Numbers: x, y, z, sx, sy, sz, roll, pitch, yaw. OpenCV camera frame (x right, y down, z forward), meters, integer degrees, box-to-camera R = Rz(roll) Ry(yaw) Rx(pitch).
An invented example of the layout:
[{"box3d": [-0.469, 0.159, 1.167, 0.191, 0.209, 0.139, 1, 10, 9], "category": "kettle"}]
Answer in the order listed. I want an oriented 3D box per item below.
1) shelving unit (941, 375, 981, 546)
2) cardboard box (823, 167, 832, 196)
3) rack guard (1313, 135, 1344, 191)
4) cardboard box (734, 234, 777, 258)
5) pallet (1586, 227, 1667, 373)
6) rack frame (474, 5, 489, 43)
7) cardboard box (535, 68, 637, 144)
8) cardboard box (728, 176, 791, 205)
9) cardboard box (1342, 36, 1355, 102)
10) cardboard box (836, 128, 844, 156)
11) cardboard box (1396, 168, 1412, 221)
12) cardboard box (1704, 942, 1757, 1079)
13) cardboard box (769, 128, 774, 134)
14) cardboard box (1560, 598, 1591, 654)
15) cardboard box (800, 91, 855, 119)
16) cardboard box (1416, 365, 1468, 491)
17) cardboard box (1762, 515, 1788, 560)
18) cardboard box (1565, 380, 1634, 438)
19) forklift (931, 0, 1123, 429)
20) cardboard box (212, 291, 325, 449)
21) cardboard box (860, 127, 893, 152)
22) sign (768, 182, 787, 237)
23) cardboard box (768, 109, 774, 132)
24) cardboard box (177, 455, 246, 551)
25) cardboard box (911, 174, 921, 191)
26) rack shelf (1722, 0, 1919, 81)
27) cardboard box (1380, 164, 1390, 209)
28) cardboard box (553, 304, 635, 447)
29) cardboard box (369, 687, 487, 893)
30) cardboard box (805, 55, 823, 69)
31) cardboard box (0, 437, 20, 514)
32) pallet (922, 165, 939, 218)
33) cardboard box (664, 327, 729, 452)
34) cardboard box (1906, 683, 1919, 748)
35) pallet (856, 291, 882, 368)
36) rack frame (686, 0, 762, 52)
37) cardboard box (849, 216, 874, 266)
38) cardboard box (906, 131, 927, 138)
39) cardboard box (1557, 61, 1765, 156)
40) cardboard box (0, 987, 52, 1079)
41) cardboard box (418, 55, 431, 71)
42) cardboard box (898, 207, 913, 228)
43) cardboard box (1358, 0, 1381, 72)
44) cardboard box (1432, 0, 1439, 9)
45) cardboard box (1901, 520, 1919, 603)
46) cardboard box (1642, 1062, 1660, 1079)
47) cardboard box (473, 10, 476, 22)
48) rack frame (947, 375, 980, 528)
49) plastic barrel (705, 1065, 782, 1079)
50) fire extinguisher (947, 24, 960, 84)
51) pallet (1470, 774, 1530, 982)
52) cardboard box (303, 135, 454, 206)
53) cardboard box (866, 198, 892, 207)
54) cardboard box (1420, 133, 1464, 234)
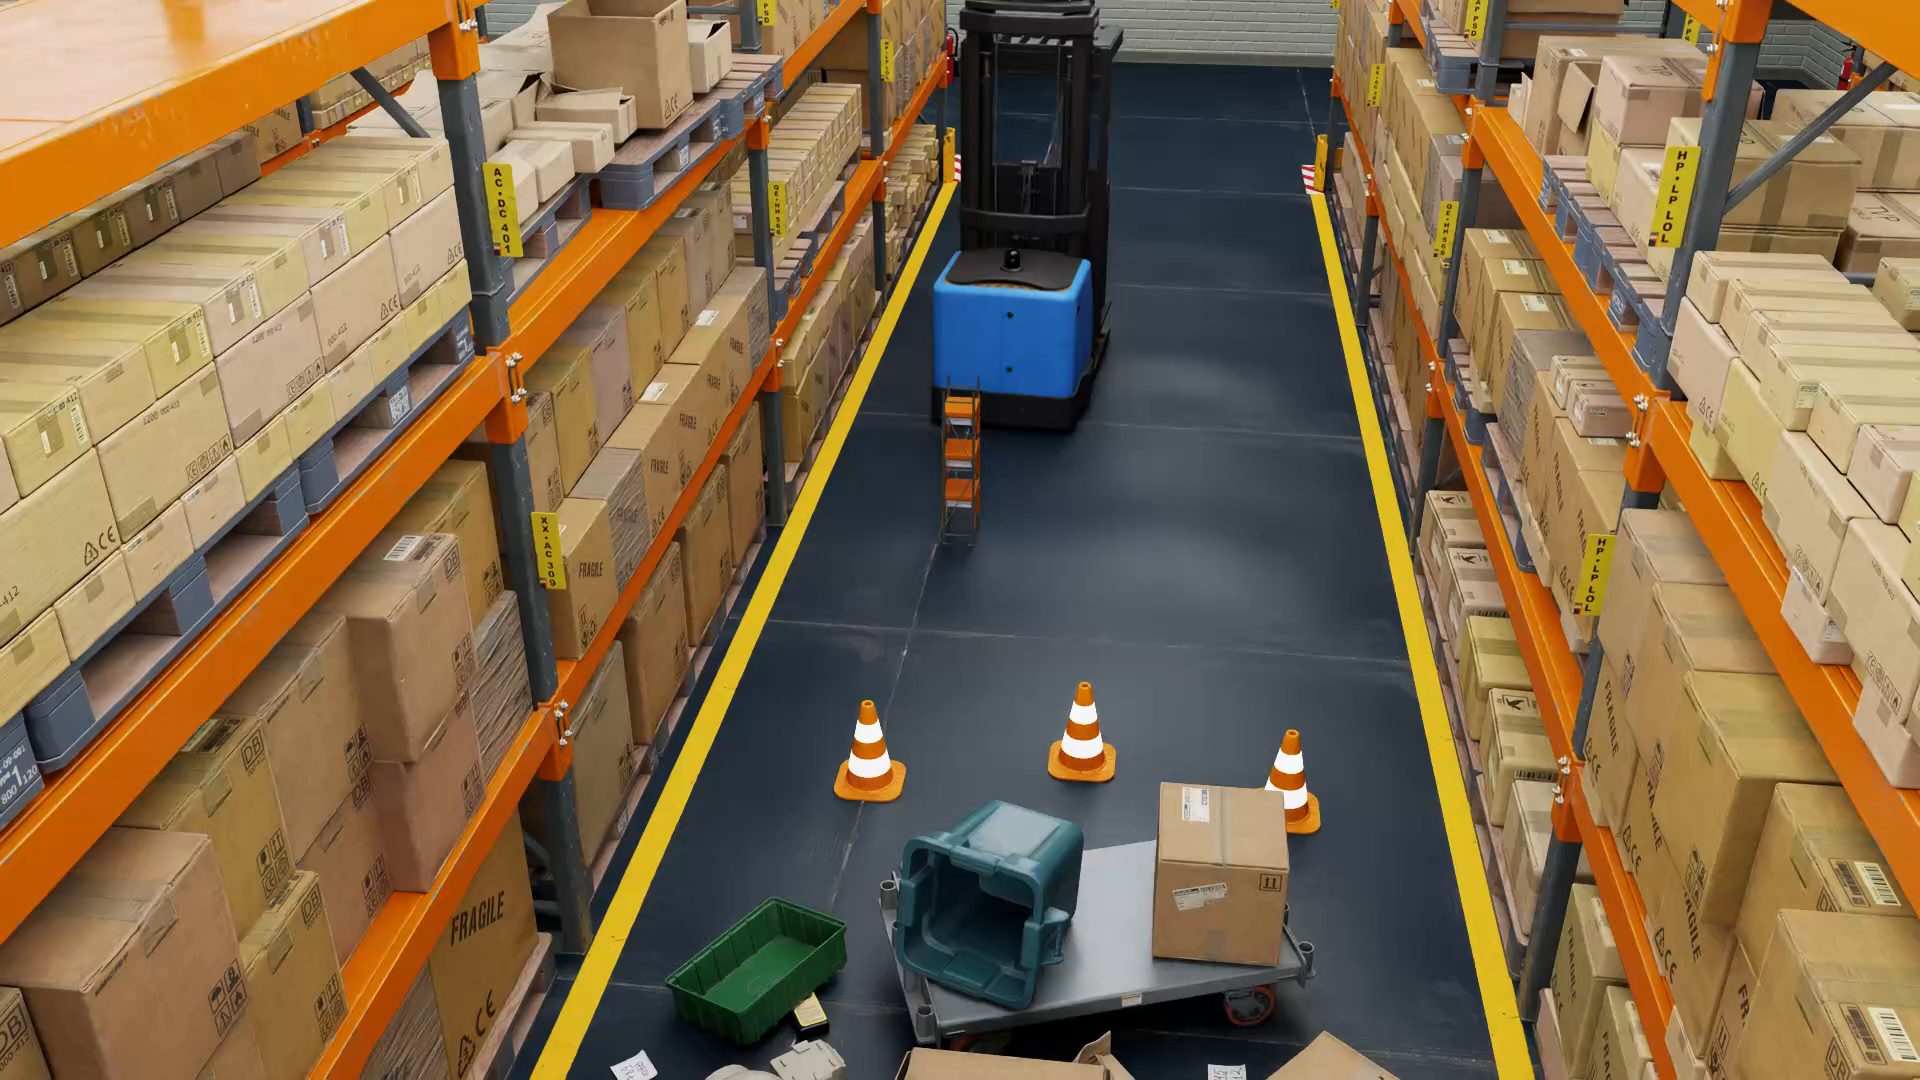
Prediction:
[{"box3d": [0.007, -0.487, 10.340, 0.215, 1.050, 0.252, 3, 28, 6], "category": "shelving unit"}, {"box3d": [-1.139, -2.601, 12.030, 0.380, 0.149, 0.250, 5, 29, 8], "category": "cardboard box"}, {"box3d": [4.288, -3.893, 17.240, 1.175, 0.500, 0.348, 3, 28, 6], "category": "rack guard"}, {"box3d": [-1.362, -1.877, 10.372, 0.380, 0.149, 0.250, 5, 29, 8], "category": "cardboard box"}, {"box3d": [2.996, -0.855, 6.003, 1.213, 0.211, 1.003, 3, 28, 6], "category": "pallet"}, {"box3d": [-5.551, -5.558, 17.696, 1.000, 3.000, 0.127, 3, 28, 6], "category": "rack frame"}, {"box3d": [-1.671, -1.932, 7.397, 0.396, 0.266, 0.258, 3, 28, 6], "category": "cardboard box"}, {"box3d": [-1.307, -2.240, 10.733, 0.380, 0.149, 0.250, 3, 28, 6], "category": "cardboard box"}, {"box3d": [3.826, -4.338, 15.327, 0.500, 0.500, 0.500, 3, 28, 6], "category": "cardboard box"}, {"box3d": [-1.077, -2.976, 12.412, 0.380, 0.149, 0.250, 2, 28, 5], "category": "cardboard box"}, {"box3d": [3.277, -2.341, 11.356, 0.500, 0.250, 0.500, 3, 28, 5], "category": "cardboard box"}, {"box3d": [2.329, 1.395, 4.371, 0.500, 0.500, 0.500, 4, 29, 7], "category": "cardboard box"}, {"box3d": [-1.663, -3.124, 13.000, 0.380, 0.149, 0.250, 4, 29, 7], "category": "cardboard box"}, {"box3d": [2.603, 0.334, 6.581, 0.380, 0.149, 0.250, 4, 29, 7], "category": "cardboard box"}, {"box3d": [-1.018, -3.348, 12.789, 0.380, 0.149, 0.250, 3, 28, 5], "category": "cardboard box"}, {"box3d": [3.472, -0.786, 10.636, 0.875, 0.875, 0.875, 3, 28, 6], "category": "cardboard box"}, {"box3d": [2.454, -0.052, 4.578, 0.380, 0.149, 0.250, 4, 29, 8], "category": "cardboard box"}, {"box3d": [2.718, -0.534, 6.825, 0.380, 0.149, 0.250, 3, 28, 5], "category": "cardboard box"}, {"box3d": [0.596, -2.760, 12.575, 1.130, 2.935, 3.031, 6, 29, 10], "category": "forklift"}, {"box3d": [-2.042, -0.468, 4.381, 0.500, 0.250, 0.500, 3, 28, 6], "category": "cardboard box"}, {"box3d": [-0.771, -3.343, 13.849, 0.380, 0.149, 0.250, 4, 29, 8], "category": "cardboard box"}, {"box3d": [-1.069, -1.935, 9.751, 0.100, 0.325, 0.005, 3, 28, 6], "category": "sign"}, {"box3d": [-1.665, -3.263, 12.945, 0.380, 0.149, 0.250, 3, 28, 5], "category": "cardboard box"}, {"box3d": [-2.024, -0.104, 4.126, 0.380, 0.149, 0.250, 3, 28, 6], "category": "cardboard box"}, {"box3d": [-0.584, -3.409, 15.956, 0.380, 0.149, 0.250, 5, 29, 9], "category": "cardboard box"}, {"box3d": [2.569, -0.715, 3.143, 1.077, 0.370, 4.000, 3, 28, 6], "category": "rack shelf"}, {"box3d": [3.417, -2.597, 12.359, 0.500, 0.250, 0.500, 3, 28, 5], "category": "cardboard box"}, {"box3d": [-1.932, -0.772, 7.652, 0.700, 0.500, 0.500, 4, 29, 7], "category": "cardboard box"}, {"box3d": [-2.189, 0.795, 5.745, 0.875, 0.550, 0.550, 3, 28, 6], "category": "cardboard box"}, {"box3d": [-1.341, -4.191, 13.686, 0.500, 0.500, 0.500, 2, 28, 4], "category": "cardboard box"}, {"box3d": [-2.119, -0.097, 3.274, 0.380, 0.149, 0.250, 3, 28, 5], "category": "cardboard box"}, {"box3d": [-0.784, -3.578, 16.961, 1.003, 0.211, 1.213, 3, 28, 6], "category": "pallet"}, {"box3d": [-1.533, -0.802, 8.764, 0.500, 0.500, 0.500, 3, 28, 5], "category": "cardboard box"}, {"box3d": [2.241, 0.426, 3.270, 0.500, 0.250, 0.500, 4, 29, 8], "category": "cardboard box"}, {"box3d": [-1.224, -1.745, 13.558, 1.003, 0.211, 1.213, 3, 28, 6], "category": "pallet"}, {"box3d": [-1.621, -4.097, 8.659, 1.000, 3.000, 0.127, 3, 28, 6], "category": "rack frame"}, {"box3d": [-0.971, -2.388, 13.215, 0.500, 0.250, 0.500, 3, 28, 5], "category": "cardboard box"}, {"box3d": [-0.542, -4.035, 16.804, 0.380, 0.149, 0.250, 4, 29, 7], "category": "cardboard box"}, {"box3d": [3.146, -1.862, 7.565, 0.797, 0.503, 0.637, 3, 28, 6], "category": "cardboard box"}, {"box3d": [-2.541, 1.331, 3.611, 0.875, 0.550, 0.550, 3, 28, 6], "category": "cardboard box"}, {"box3d": [-5.422, -4.657, 16.289, 0.380, 0.149, 0.250, 3, 29, 6], "category": "cardboard box"}, {"box3d": [-0.648, -3.035, 15.575, 0.380, 0.149, 0.250, 3, 28, 5], "category": "cardboard box"}, {"box3d": [3.702, -4.300, 14.201, 0.500, 0.500, 0.500, 4, 29, 7], "category": "cardboard box"}, {"box3d": [3.233, -3.612, 10.373, 0.500, 0.500, 0.500, 4, 29, 7], "category": "cardboard box"}, {"box3d": [2.227, 0.089, 3.477, 0.380, 0.149, 0.250, 4, 29, 7], "category": "cardboard box"}, {"box3d": [2.308, 1.763, 5.089, 0.380, 0.149, 0.250, 5, 29, 9], "category": "cardboard box"}, {"box3d": [-5.347, -5.379, 17.209, 0.500, 0.250, 0.500, 3, 28, 5], "category": "cardboard box"}, {"box3d": [0.022, -0.545, 10.446, 0.200, 1.050, 0.008, 3, 28, 6], "category": "rack frame"}, {"box3d": [-0.727, 2.184, 6.042, 0.421, 0.421, 0.512, -24, 36, -37], "category": "plastic barrel"}, {"box3d": [-0.152, -5.115, 17.349, 0.296, 0.674, 0.183, 3, 28, 6], "category": "fire extinguisher"}, {"box3d": [2.908, 1.528, 7.483, 1.003, 0.211, 1.213, 3, 28, 6], "category": "pallet"}, {"box3d": [-1.839, -1.172, 5.269, 0.380, 0.149, 0.250, 3, 28, 6], "category": "cardboard box"}, {"box3d": [-0.808, -2.929, 14.752, 0.380, 0.149, 0.250, 3, 28, 5], "category": "cardboard box"}, {"box3d": [3.163, -2.201, 10.305, 0.500, 0.500, 0.500, 4, 29, 7], "category": "cardboard box"}]
